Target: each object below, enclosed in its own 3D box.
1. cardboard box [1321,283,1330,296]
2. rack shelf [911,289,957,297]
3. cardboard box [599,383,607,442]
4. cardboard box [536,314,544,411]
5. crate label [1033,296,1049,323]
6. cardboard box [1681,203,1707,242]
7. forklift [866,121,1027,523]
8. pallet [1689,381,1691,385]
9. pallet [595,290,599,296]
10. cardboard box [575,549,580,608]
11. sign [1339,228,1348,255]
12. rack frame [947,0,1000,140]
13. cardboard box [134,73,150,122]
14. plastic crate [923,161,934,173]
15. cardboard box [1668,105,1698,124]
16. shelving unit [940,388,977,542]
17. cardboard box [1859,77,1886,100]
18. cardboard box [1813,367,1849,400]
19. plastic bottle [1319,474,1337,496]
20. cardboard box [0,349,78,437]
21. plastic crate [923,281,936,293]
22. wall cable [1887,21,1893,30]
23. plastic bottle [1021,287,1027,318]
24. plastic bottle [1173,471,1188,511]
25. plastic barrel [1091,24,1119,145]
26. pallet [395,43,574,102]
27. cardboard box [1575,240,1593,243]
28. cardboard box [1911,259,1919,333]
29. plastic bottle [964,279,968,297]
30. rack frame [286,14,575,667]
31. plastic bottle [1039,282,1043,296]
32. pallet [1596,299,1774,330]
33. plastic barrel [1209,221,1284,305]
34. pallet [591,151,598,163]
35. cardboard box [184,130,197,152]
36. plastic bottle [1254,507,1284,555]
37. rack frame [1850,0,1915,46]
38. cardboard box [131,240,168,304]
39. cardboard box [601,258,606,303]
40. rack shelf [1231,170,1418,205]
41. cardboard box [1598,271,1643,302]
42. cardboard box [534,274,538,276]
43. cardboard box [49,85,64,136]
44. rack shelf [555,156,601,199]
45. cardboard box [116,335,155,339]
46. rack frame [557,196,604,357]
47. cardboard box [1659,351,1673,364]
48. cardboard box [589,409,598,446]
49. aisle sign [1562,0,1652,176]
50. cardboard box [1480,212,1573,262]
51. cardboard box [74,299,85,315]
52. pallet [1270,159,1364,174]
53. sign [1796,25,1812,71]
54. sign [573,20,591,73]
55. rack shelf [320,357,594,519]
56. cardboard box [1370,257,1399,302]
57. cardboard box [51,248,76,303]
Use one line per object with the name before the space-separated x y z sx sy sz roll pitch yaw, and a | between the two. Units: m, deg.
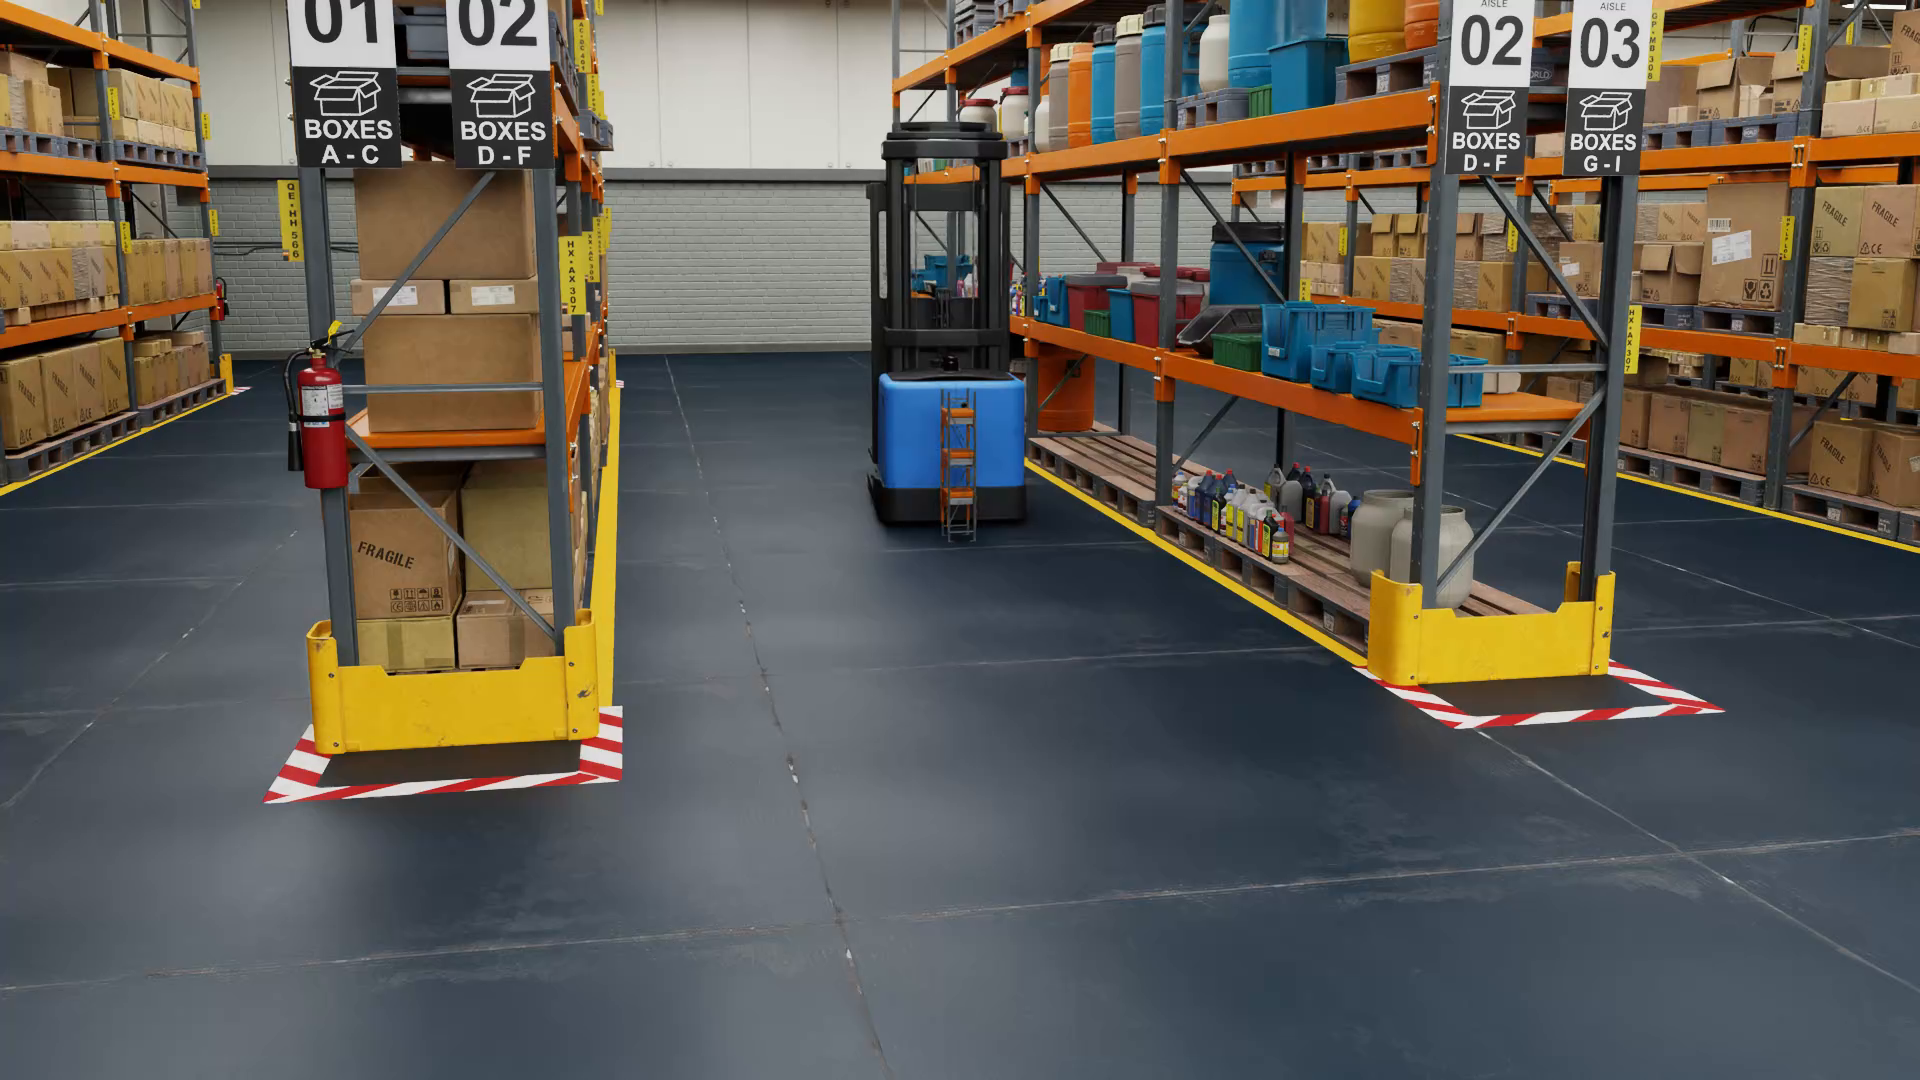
cardboard box | 4.777 -3.158 20.940 0.380 0.149 0.250 -2 11 -10
rack shelf | -0.039 -3.024 21.485 1.077 0.370 4.000 -2 11 -11
cardboard box | -3.540 -1.179 15.379 0.500 0.500 0.500 -2 11 -9
cardboard box | -2.361 -0.861 7.933 0.700 0.500 0.500 -2 11 -10
crate label | 0.842 -2.104 15.174 0.303 0.233 0.416 -2 11 -11
cardboard box | 9.736 -4.115 21.558 0.500 0.500 0.500 -3 11 -13
forklift | -0.178 -1.793 13.278 1.130 2.935 3.031 -1 11 -6
pallet | 9.687 -2.329 23.366 1.003 0.211 1.213 -2 11 -11
pallet | -4.115 -2.360 16.585 1.003 0.211 1.213 -2 11 -11
cardboard box | -2.260 0.225 8.725 0.500 0.250 0.500 -2 11 -11
sign | 4.664 -3.634 20.241 0.100 0.325 0.005 -2 11 -11
rack frame | 0.350 -5.958 18.930 1.000 3.000 0.127 -2 11 -11
cardboard box | -9.338 -4.909 18.447 0.500 0.500 0.500 -2 11 -12
plastic crate | -0.271 -4.574 20.388 0.293 0.136 0.466 -2 11 -11
cardboard box | 6.301 -3.629 14.218 0.380 0.166 0.250 -2 11 -13
shelving unit | -0.010 -0.526 11.650 0.215 1.050 0.252 -2 11 -11
cardboard box | 6.644 -3.202 11.809 0.380 0.149 0.250 -3 11 -14
cardboard box | 10.270 -1.900 19.219 0.500 0.500 0.500 -3 11 -14
plastic bottle | 2.414 -0.256 10.927 0.144 0.351 0.185 -2 11 -11
cardboard box | -8.769 -1.367 15.484 0.750 0.750 0.750 -2 11 -11
plastic crate | -0.284 -3.219 21.130 0.293 0.136 0.466 -2 11 -11
wall cable | 19.177 -11.227 31.739 2.988 3.039 0.133 -2 11 -11
plastic bottle | 0.631 -2.278 15.956 0.061 0.283 0.133 -2 11 -11
plastic bottle | 1.538 -0.345 11.605 0.097 0.271 0.097 0 11 0
plastic barrel | 1.339 -3.588 13.164 0.600 0.901 0.708 -2 11 -11
pallet | -2.529 -2.415 8.577 1.003 0.211 1.213 -2 11 -11
cardboard box | 9.260 -4.092 24.108 0.500 0.500 0.500 -2 11 -11
cardboard box | 7.050 -1.653 11.295 0.875 0.500 0.500 -2 11 -11
plastic bottle | 0.088 -2.802 18.738 0.097 0.271 0.097 0 11 0
rack frame | -2.176 -0.630 6.985 1.000 3.000 0.127 -2 11 -11
plastic bottle | 0.865 -2.652 17.952 0.097 0.271 0.097 0 11 0
pallet | 6.411 -2.001 14.701 1.003 0.211 1.213 -2 11 -11
plastic barrel | 2.128 -1.871 12.165 0.600 0.901 0.708 -2 11 -11
pallet | -4.247 -3.900 16.644 1.213 0.211 1.003 -2 11 -11
cardboard box | -9.743 -4.914 20.482 0.500 0.250 0.500 -2 11 -9
plastic bottle | 1.874 -0.056 10.075 0.152 0.276 0.135 -2 11 -11
rack frame | 14.151 -7.232 25.624 1.000 3.000 0.127 -2 11 -11
cardboard box | -9.594 -3.032 18.800 0.980 0.700 0.700 -2 11 -12
cardboard box | -4.342 -2.983 19.082 0.500 0.500 0.500 -2 11 -10
rack shelf | 4.819 -4.678 22.151 1.077 0.370 4.000 -2 11 -11
cardboard box | 6.086 -2.274 14.898 0.500 0.250 0.500 -2 11 -13
cardboard box | -2.142 -1.172 7.828 0.380 0.149 0.250 -2 11 -11
cardboard box | -9.305 -4.224 16.398 0.700 0.500 0.500 -3 11 -14
rack shelf | -4.121 -3.584 16.408 1.077 0.370 4.000 -2 11 -11
cardboard box | -9.935 -2.386 20.039 0.380 0.149 0.250 -2 11 -10
rack frame | -4.510 -2.831 18.548 1.000 3.000 0.127 -2 11 -11
cardboard box | 9.586 -2.448 22.243 0.380 0.149 0.250 -3 11 -13
cardboard box | -3.090 -0.862 12.931 0.500 0.311 0.500 -2 11 -9
aisle sign | 2.985 -2.084 7.671 0.394 0.787 0.004 -2 11 -11
cardboard box | 5.860 -3.134 17.187 0.797 0.503 0.637 -2 11 -9
cardboard box | -8.855 -2.297 16.359 0.380 0.149 0.250 -2 11 -11
pallet | 4.825 -4.994 22.128 1.003 0.211 1.213 -2 11 -11
sign | 6.220 -3.623 12.253 0.100 0.325 0.005 -2 11 -11
sign | -2.410 -3.151 10.610 0.100 0.325 0.005 -2 11 -11
rack shelf | -2.565 -0.644 8.979 1.077 0.370 4.000 -2 11 -11
cardboard box | 5.151 -3.054 19.452 0.500 0.500 0.500 -2 11 -11
cardboard box | -8.731 -2.503 15.706 0.500 0.500 0.500 -2 11 -9
